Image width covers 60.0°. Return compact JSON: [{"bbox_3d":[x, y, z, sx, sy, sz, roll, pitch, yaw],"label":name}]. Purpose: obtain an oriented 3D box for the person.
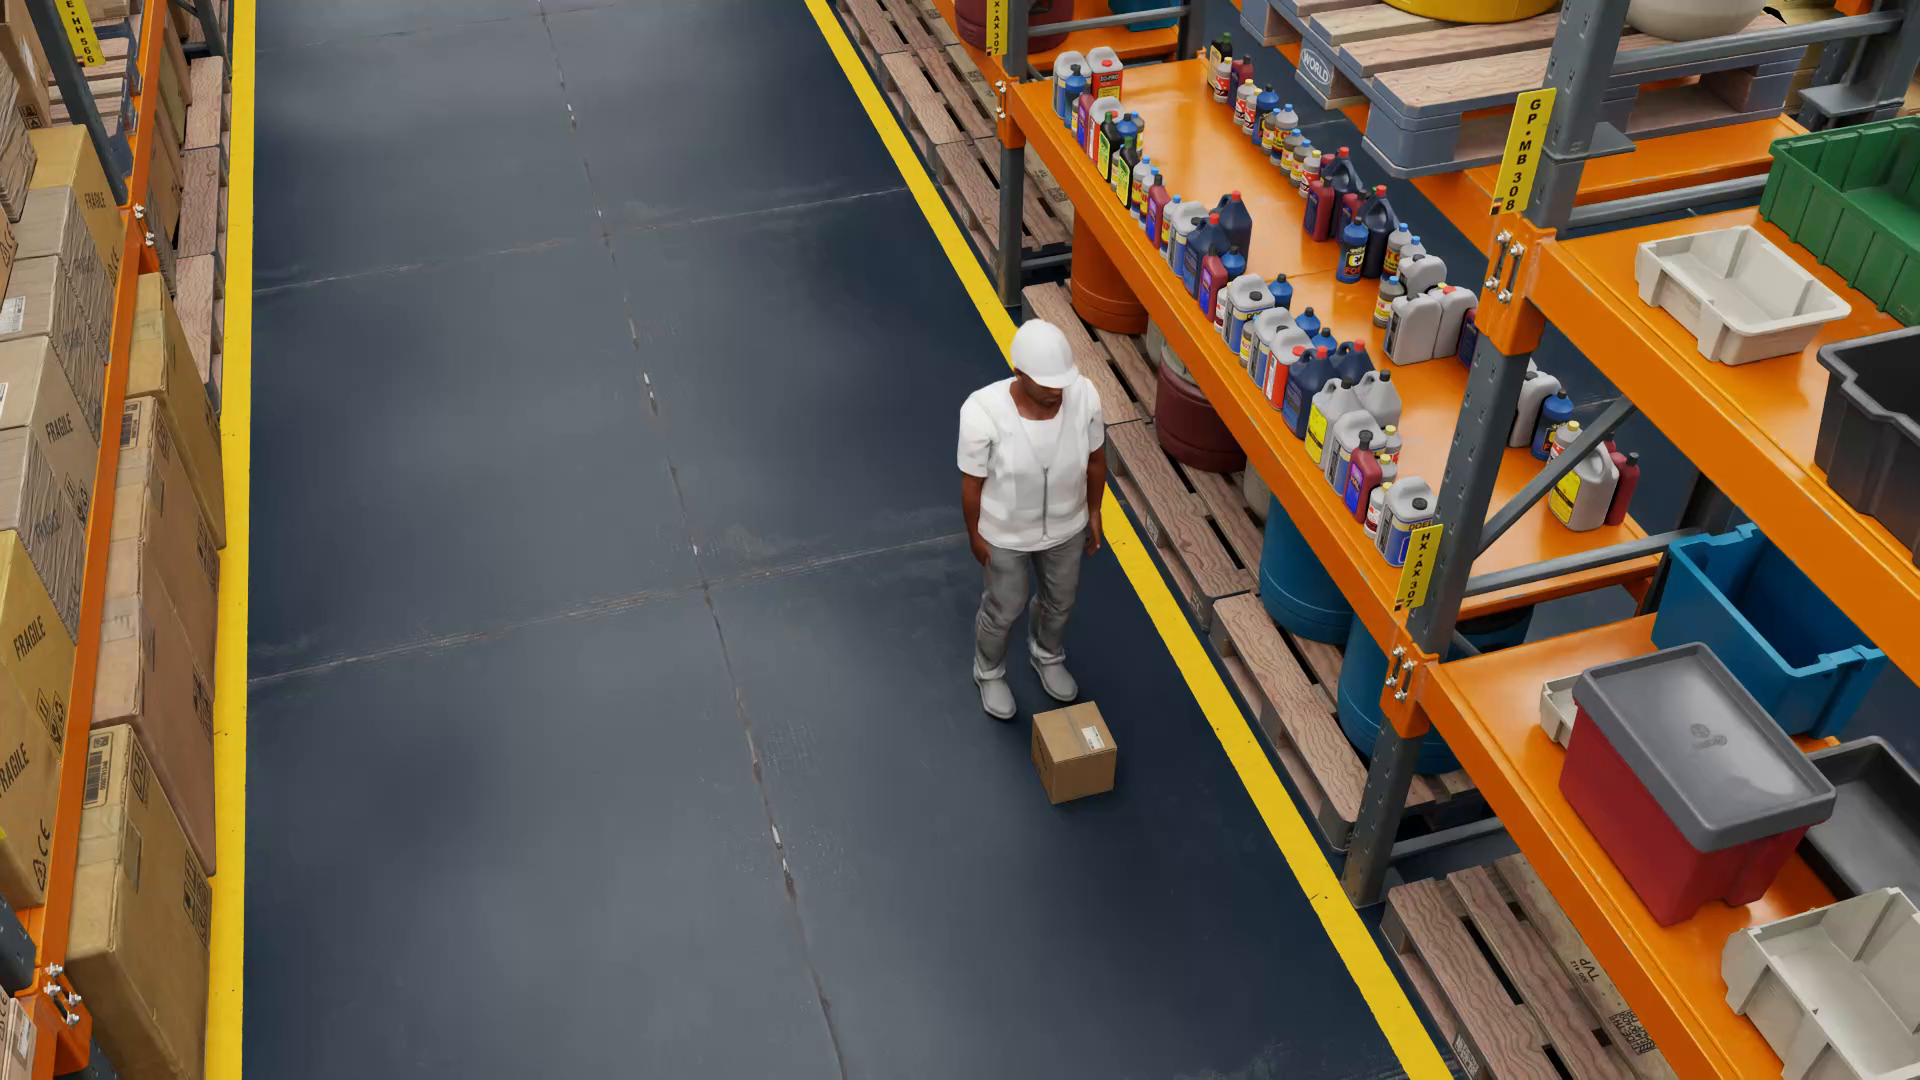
[{"bbox_3d":[0.277,-0.068,6.219,0.565,1.763,0.360,-13,44,-14],"label":"person"}]
